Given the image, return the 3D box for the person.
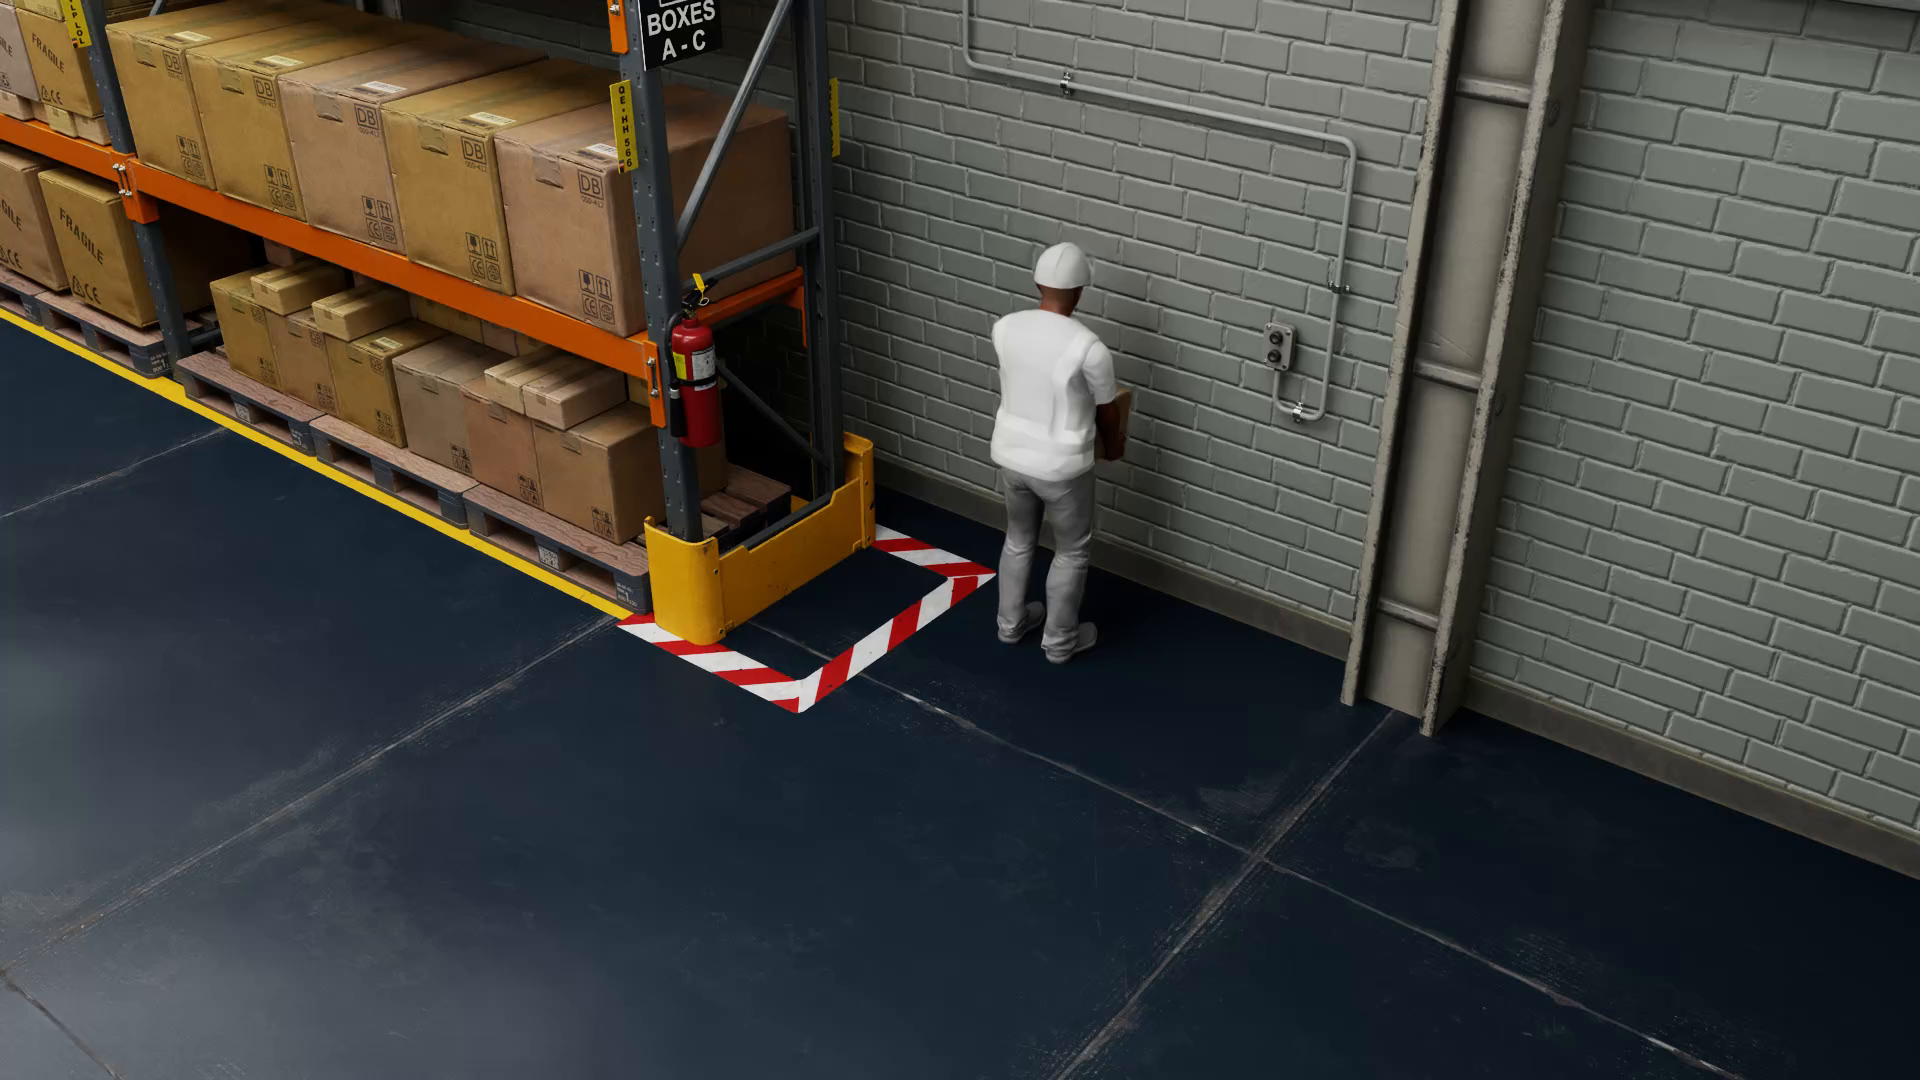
[{"bbox_3d":[0.395,-0.365,6.738,0.505,1.750,0.583,20,36,30],"label":"person"}]
